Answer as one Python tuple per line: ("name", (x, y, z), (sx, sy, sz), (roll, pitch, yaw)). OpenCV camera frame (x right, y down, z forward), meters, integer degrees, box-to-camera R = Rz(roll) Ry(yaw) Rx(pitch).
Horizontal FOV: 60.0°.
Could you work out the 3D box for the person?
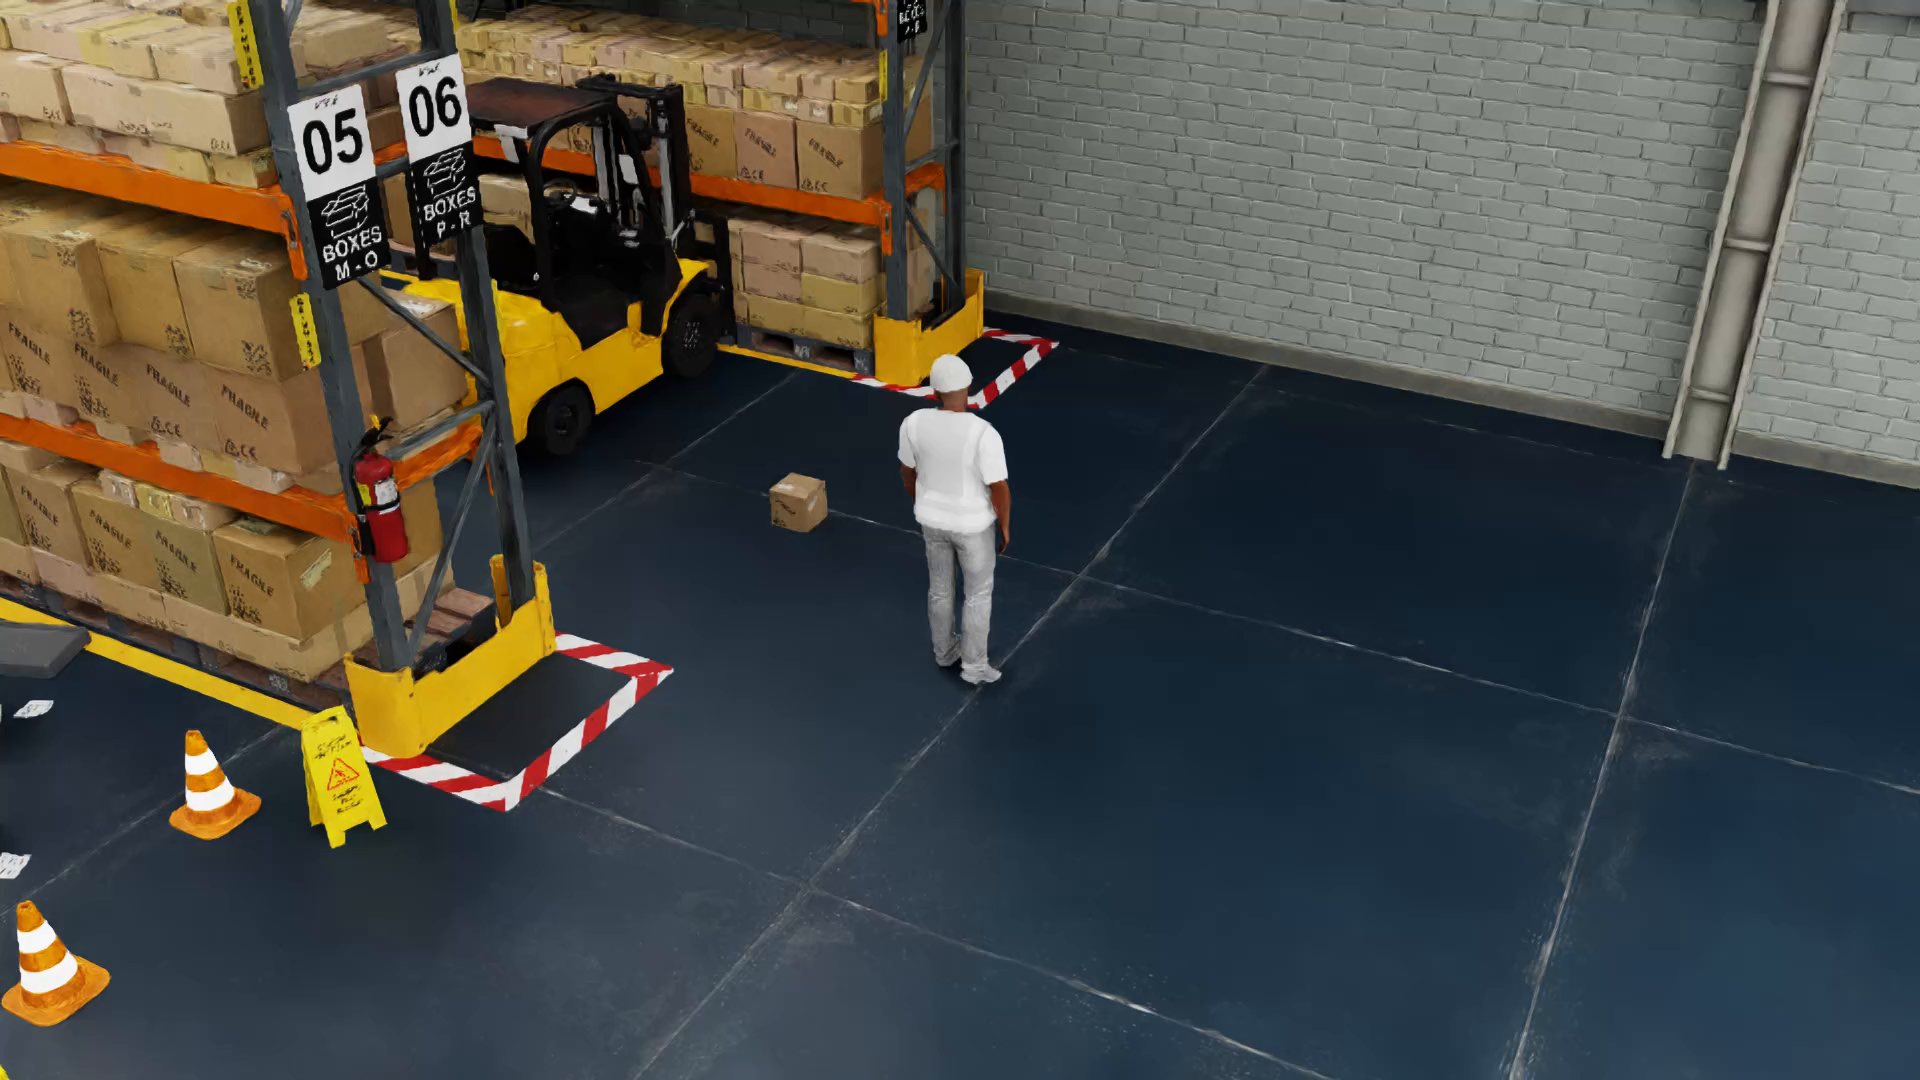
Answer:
("person", (-0.002, -0.092, 8.468), (0.606, 1.847, 0.423), (13, 33, 22))
